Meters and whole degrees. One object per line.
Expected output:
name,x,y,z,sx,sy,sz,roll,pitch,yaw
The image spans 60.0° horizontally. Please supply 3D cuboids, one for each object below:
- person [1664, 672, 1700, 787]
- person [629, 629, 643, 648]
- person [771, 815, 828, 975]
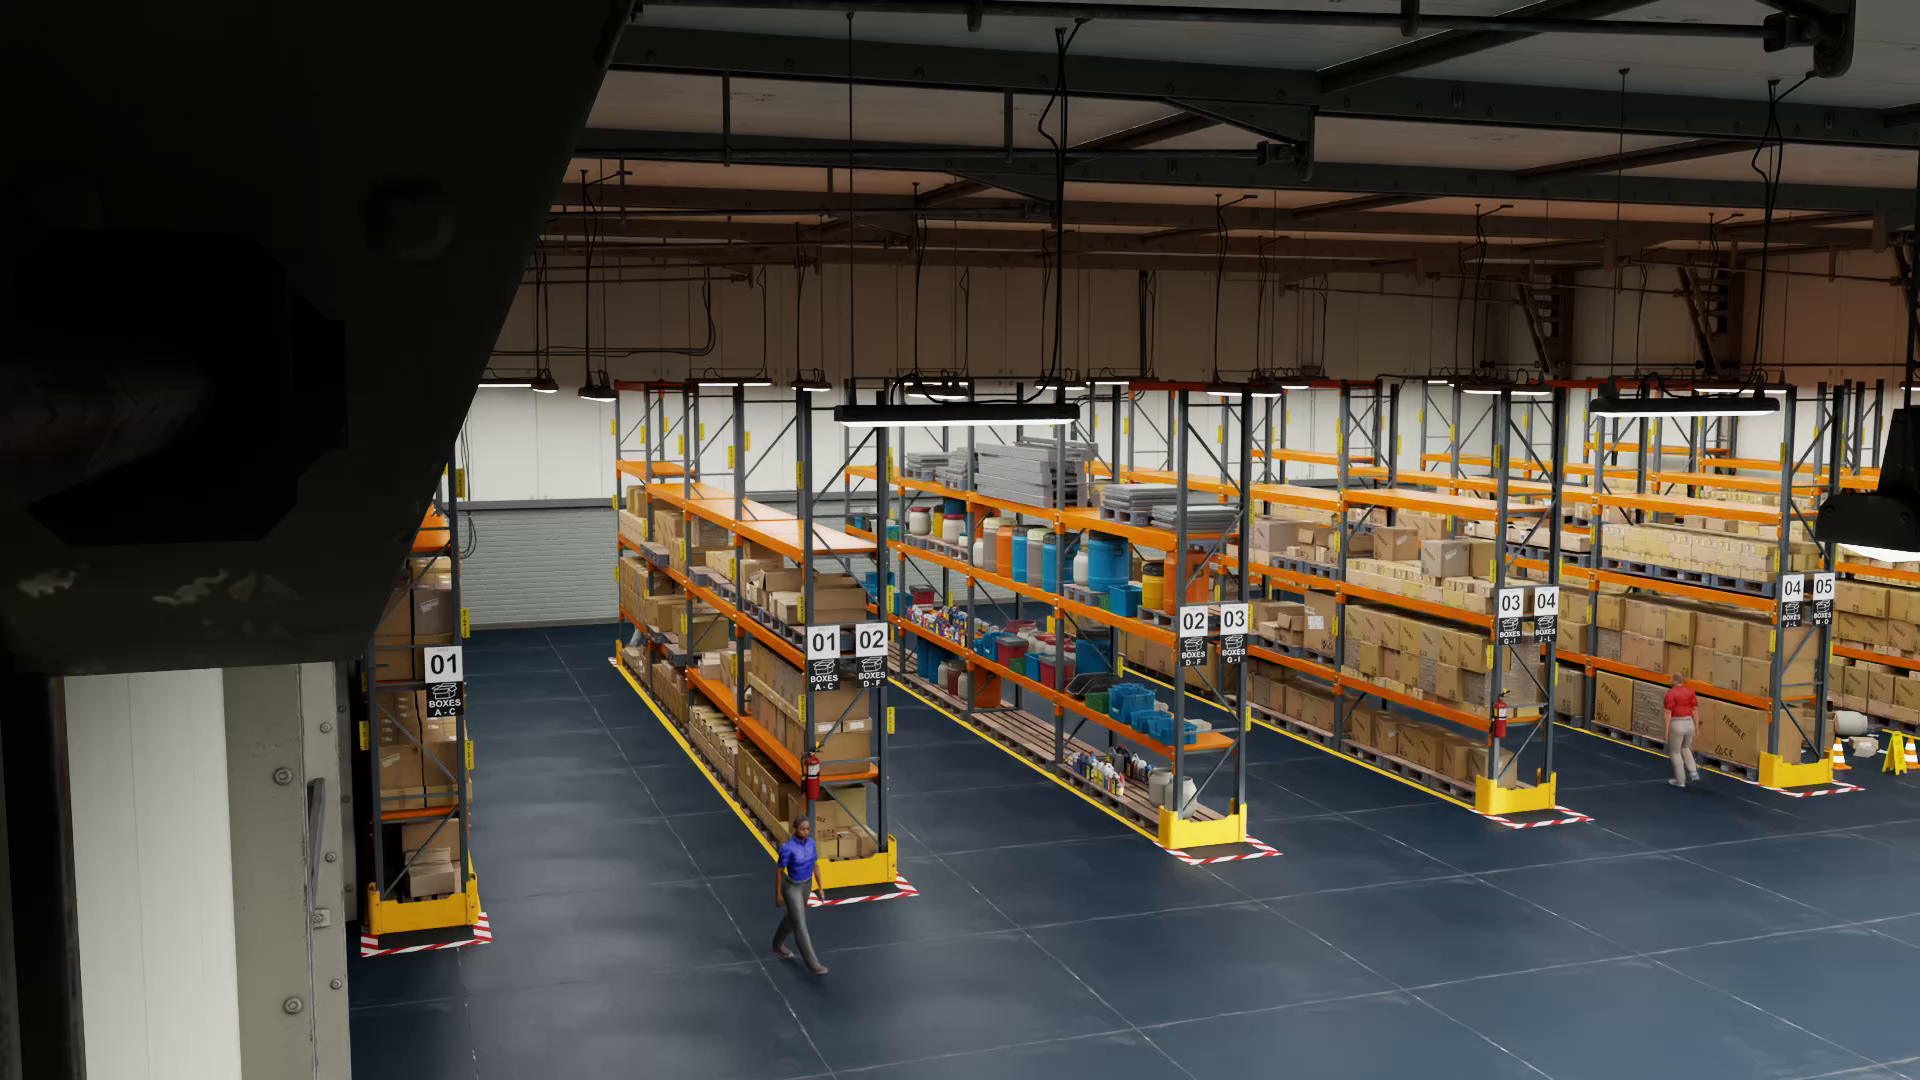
person,10.820,2.836,24.947,0.581,1.716,0.494,-1,6,-11
person,-6.764,1.594,36.573,1.108,1.687,0.505,-2,7,-22
person,-1.659,3.670,17.427,1.020,1.599,0.482,4,8,37
